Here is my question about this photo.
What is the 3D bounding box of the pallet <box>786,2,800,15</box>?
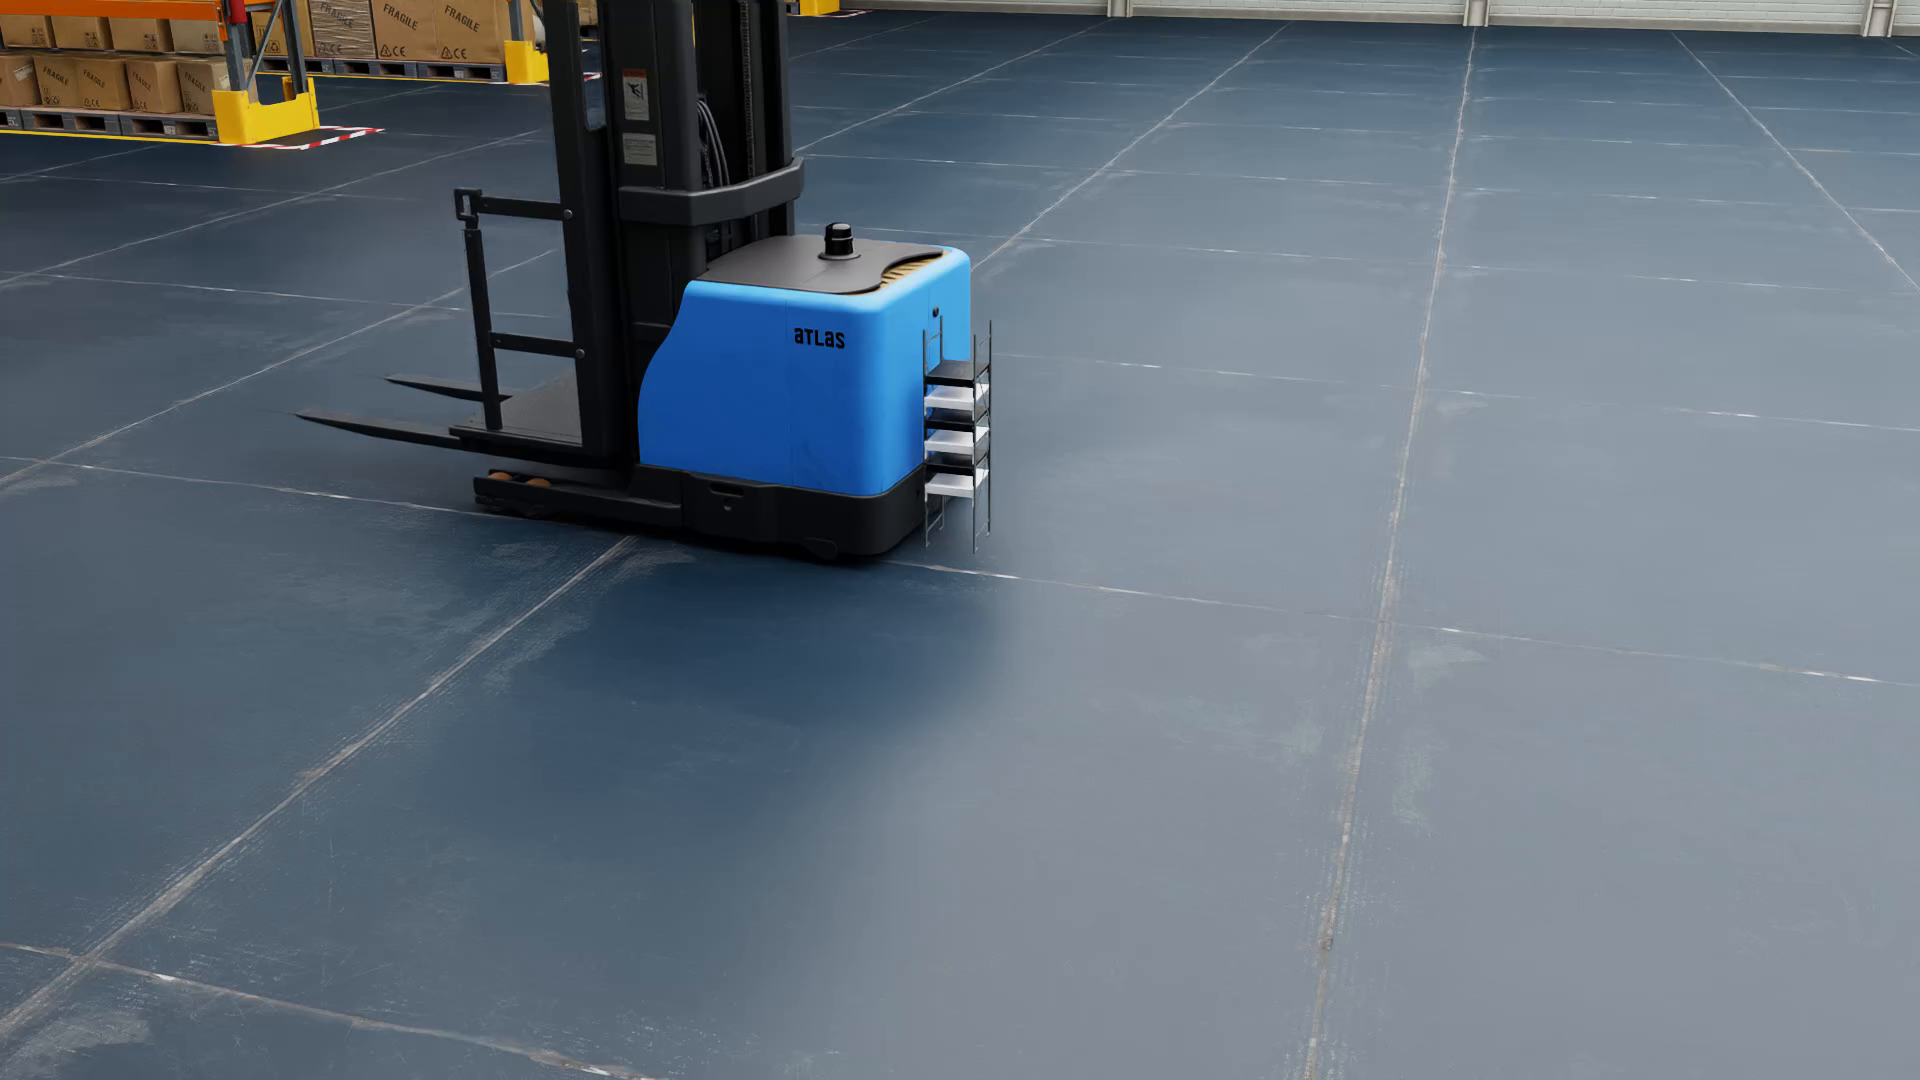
[{"bbox_3d":[-3.275,-9.616,29.934,1.213,0.211,1.003,7,23,16],"label":"pallet"}]

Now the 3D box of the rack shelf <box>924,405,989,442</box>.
[{"bbox_3d":[-0.008,-0.470,6.580,0.200,0.077,0.258,7,23,16],"label":"rack shelf"}]

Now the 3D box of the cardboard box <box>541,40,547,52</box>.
[{"bbox_3d":[-5.799,-7.124,23.942,0.380,0.149,0.250,-20,29,-39],"label":"cardboard box"}]

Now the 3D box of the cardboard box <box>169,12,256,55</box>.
[{"bbox_3d":[-9.744,-6.851,21.931,0.750,0.750,1.050,6,23,15],"label":"cardboard box"}]

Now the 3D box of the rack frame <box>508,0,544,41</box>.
[{"bbox_3d":[-5.294,-7.224,20.429,0.127,3.000,1.000,7,23,16],"label":"rack frame"}]

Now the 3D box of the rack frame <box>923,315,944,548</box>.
[{"bbox_3d":[-0.105,-0.428,6.629,0.006,0.900,0.240,7,23,16],"label":"rack frame"}]

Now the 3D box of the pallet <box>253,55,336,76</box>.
[{"bbox_3d":[-8.418,-6.261,21.754,1.213,0.211,1.003,7,23,15],"label":"pallet"}]

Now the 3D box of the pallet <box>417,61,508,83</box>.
[{"bbox_3d":[-6.082,-5.993,21.102,1.213,0.211,1.003,7,23,15],"label":"pallet"}]

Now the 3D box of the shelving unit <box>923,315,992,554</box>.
[{"bbox_3d":[-0.008,-0.417,6.601,0.210,0.900,0.258,7,23,16],"label":"shelving unit"}]

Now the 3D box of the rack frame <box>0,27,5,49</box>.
[{"bbox_3d":[-12.953,-8.101,22.567,0.127,3.000,1.000,7,23,16],"label":"rack frame"}]

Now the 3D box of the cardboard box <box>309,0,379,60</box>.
[{"bbox_3d":[-7.678,-6.682,21.354,0.875,0.875,0.875,7,23,16],"label":"cardboard box"}]

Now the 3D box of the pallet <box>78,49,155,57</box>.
[{"bbox_3d":[-11.056,-6.563,22.491,1.213,0.211,1.003,7,23,16],"label":"pallet"}]

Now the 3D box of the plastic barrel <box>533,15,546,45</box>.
[{"bbox_3d":[-6.376,-7.518,24.540,0.512,0.421,0.421,-14,26,-30],"label":"plastic barrel"}]

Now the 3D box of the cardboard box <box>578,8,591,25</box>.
[{"bbox_3d":[-5.809,-8.062,25.540,0.500,0.250,0.500,6,23,14],"label":"cardboard box"}]

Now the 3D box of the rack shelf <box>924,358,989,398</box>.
[{"bbox_3d":[-0.008,-0.636,6.512,0.200,0.077,0.258,7,23,16],"label":"rack shelf"}]

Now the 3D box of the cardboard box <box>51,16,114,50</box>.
[{"bbox_3d":[-11.558,-7.060,22.441,0.750,0.750,1.050,7,23,16],"label":"cardboard box"}]

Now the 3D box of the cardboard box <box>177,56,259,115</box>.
[{"bbox_3d":[-7.417,-4.545,16.639,0.500,0.500,0.500,11,25,25],"label":"cardboard box"}]

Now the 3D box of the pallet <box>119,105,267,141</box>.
[{"bbox_3d":[-7.664,-4.253,16.860,1.213,0.211,1.003,7,23,16],"label":"pallet"}]

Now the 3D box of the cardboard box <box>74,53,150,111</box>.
[{"bbox_3d":[-8.593,-4.674,16.952,0.500,0.500,0.500,9,24,20],"label":"cardboard box"}]

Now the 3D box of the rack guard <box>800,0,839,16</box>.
[{"bbox_3d":[-2.508,-9.678,29.706,0.348,0.500,1.175,7,23,16],"label":"rack guard"}]

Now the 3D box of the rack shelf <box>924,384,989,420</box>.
[{"bbox_3d":[-0.008,-0.553,6.546,0.200,0.077,0.258,7,23,16],"label":"rack shelf"}]

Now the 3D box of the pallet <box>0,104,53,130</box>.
[{"bbox_3d":[-10.000,-4.521,17.512,1.213,0.211,1.003,7,23,16],"label":"pallet"}]

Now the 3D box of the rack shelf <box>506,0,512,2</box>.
[{"bbox_3d":[-7.209,-7.110,21.100,4.000,0.370,1.077,7,23,16],"label":"rack shelf"}]

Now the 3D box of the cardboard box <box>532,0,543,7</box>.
[{"bbox_3d":[-6.292,-8.466,25.539,0.500,0.500,0.500,8,24,18],"label":"cardboard box"}]

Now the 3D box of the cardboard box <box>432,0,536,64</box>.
[{"bbox_3d":[-5.963,-6.486,20.875,0.875,0.875,0.875,7,23,16],"label":"cardboard box"}]

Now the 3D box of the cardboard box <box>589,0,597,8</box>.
[{"bbox_3d":[-5.304,-8.352,25.260,0.500,0.500,0.500,7,23,17],"label":"cardboard box"}]

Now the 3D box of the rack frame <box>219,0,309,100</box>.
[{"bbox_3d":[-6.824,-5.433,16.062,0.127,3.000,1.000,7,23,16],"label":"rack frame"}]

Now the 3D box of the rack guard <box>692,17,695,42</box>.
[{"bbox_3d":[-4.034,-7.885,25.335,0.348,0.500,1.175,7,23,16],"label":"rack guard"}]

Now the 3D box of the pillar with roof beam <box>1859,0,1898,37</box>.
[{"bbox_3d":[13.052,-10.479,20.460,0.400,9.000,9.100,7,23,16],"label":"pillar with roof beam"}]

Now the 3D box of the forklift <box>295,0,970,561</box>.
[{"bbox_3d":[-1.511,-1.621,6.859,3.031,2.935,1.130,9,24,21],"label":"forklift"}]

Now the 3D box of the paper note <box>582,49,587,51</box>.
[{"bbox_3d":[-5.441,-7.040,23.893,0.142,0.019,0.148,-1,22,-3],"label":"paper note"}]

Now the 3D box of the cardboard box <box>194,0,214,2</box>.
[{"bbox_3d":[-7.156,-5.273,16.003,0.250,0.149,0.380,7,23,16],"label":"cardboard box"}]

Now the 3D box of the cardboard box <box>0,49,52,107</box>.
[{"bbox_3d":[-9.731,-4.791,17.237,0.500,0.500,0.500,15,27,32],"label":"cardboard box"}]
